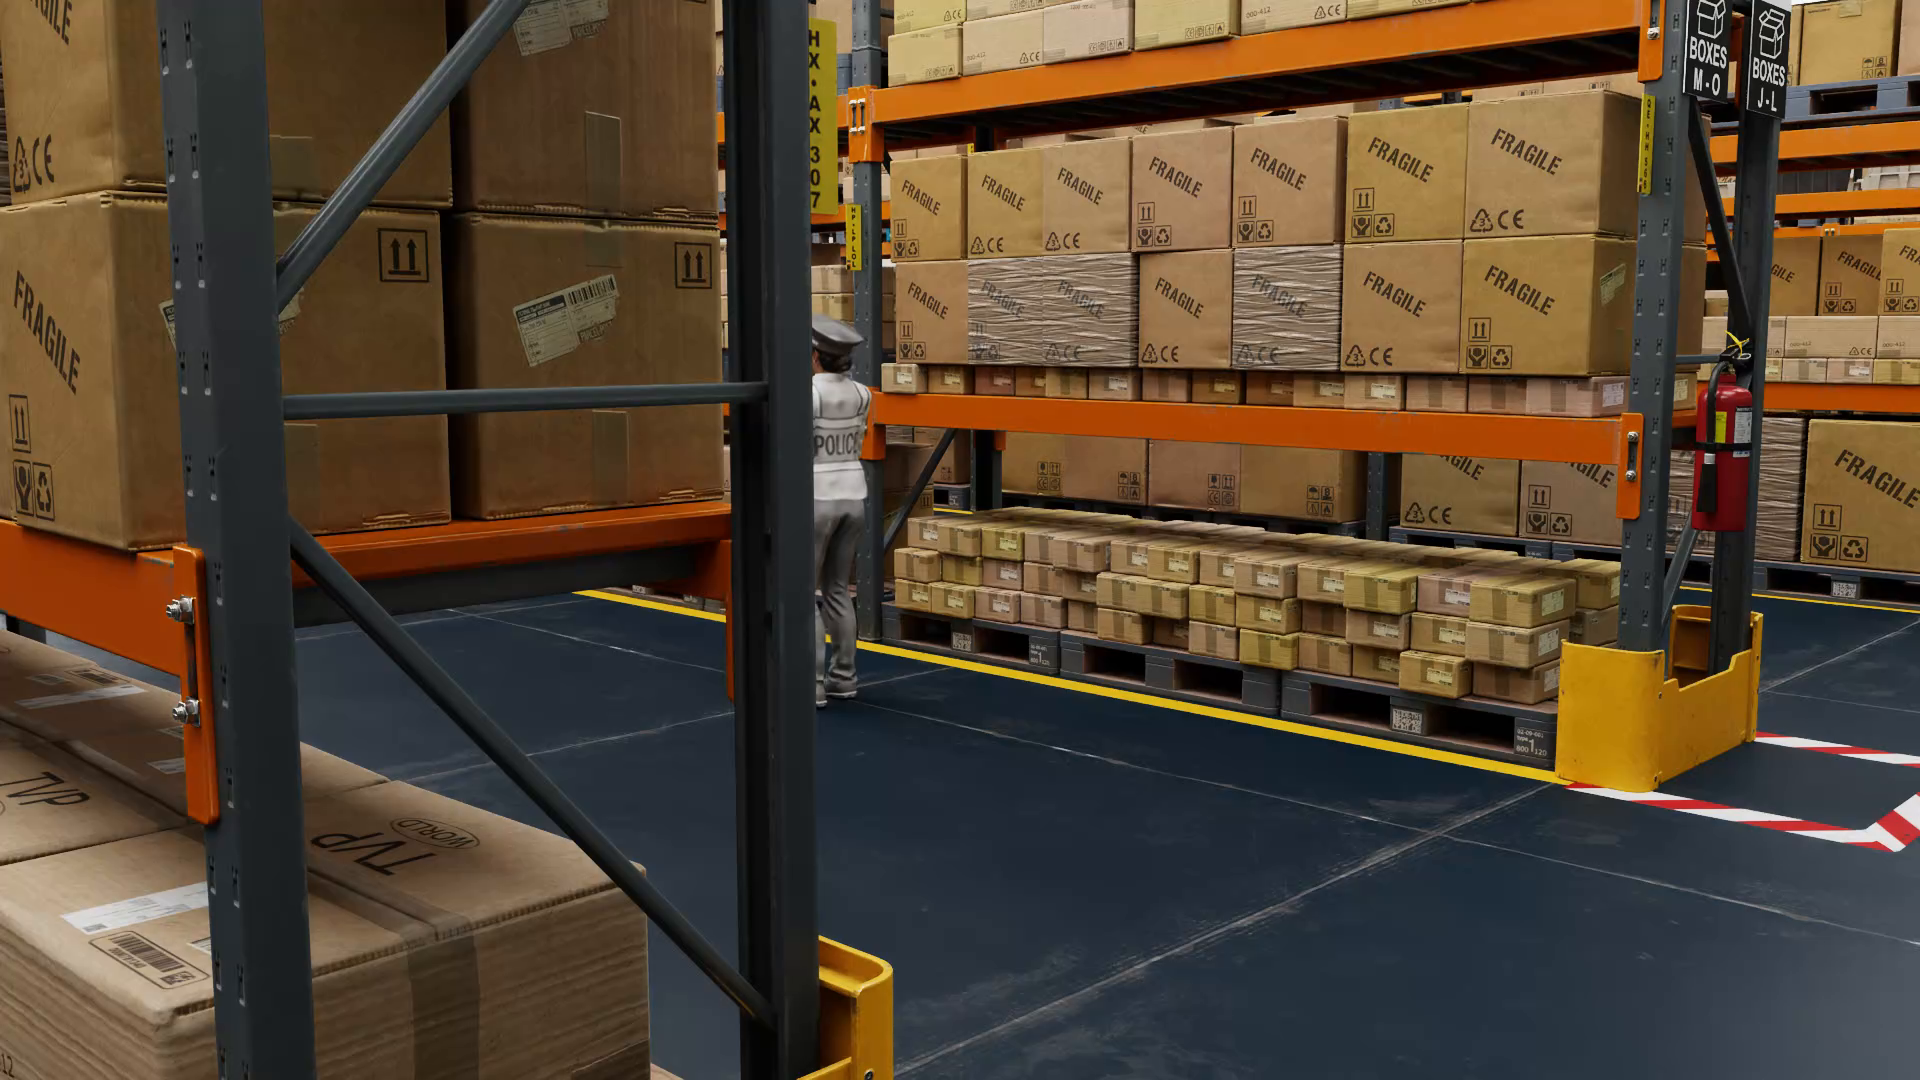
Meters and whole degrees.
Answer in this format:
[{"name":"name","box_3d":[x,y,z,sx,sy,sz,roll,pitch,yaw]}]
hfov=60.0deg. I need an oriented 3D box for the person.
[{"name":"person","box_3d":[-0.641,-0.134,7.215,0.550,1.690,0.469,7,10,43]}]
